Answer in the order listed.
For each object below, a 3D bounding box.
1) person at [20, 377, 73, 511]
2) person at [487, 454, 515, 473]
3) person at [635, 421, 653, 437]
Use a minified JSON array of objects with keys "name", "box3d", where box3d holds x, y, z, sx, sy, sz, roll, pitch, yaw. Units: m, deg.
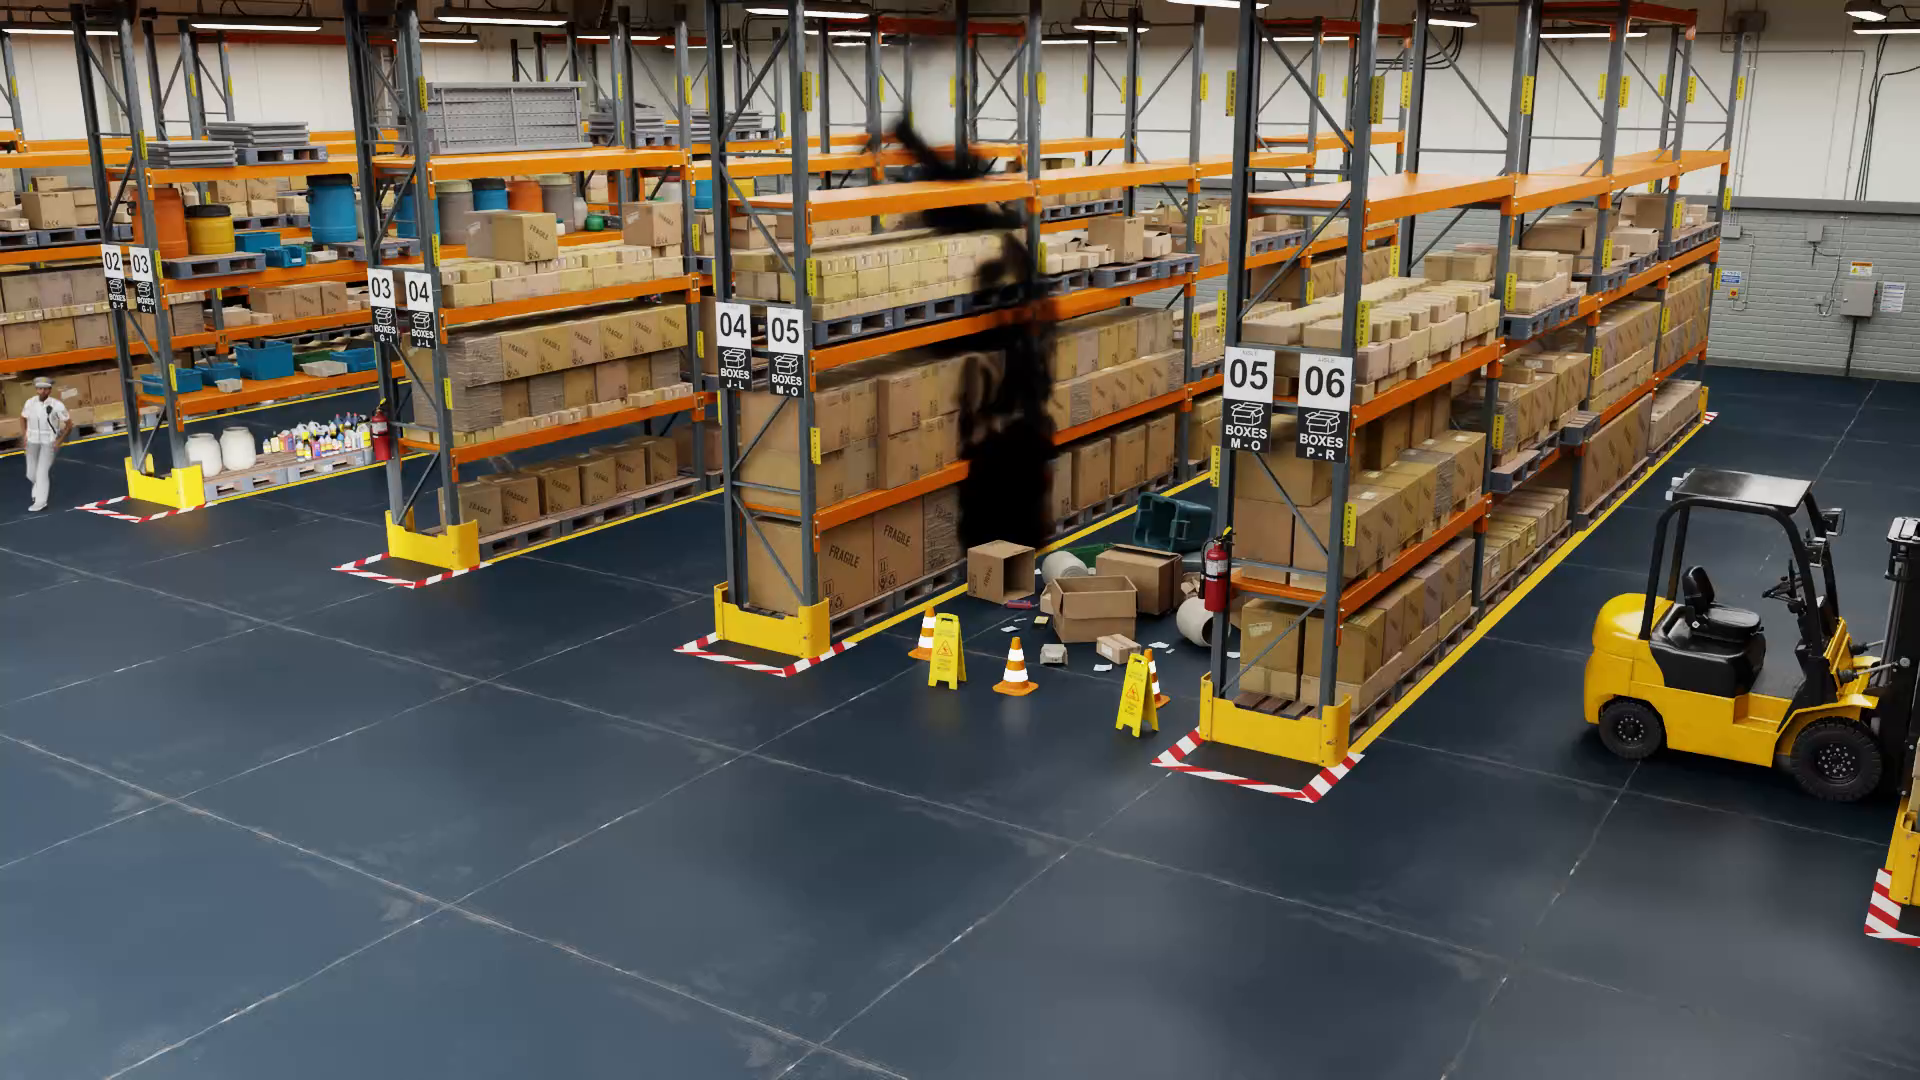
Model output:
[{"name":"person","box3d":[-11.293,-1.221,20.564,0.653,1.639,0.574,-3,16,-10]},{"name":"person","box3d":[-5.992,-1.479,21.229,0.679,1.744,0.607,8,18,28]},{"name":"person","box3d":[-4.695,-2.224,24.079,0.638,1.786,0.767,8,17,26]}]
